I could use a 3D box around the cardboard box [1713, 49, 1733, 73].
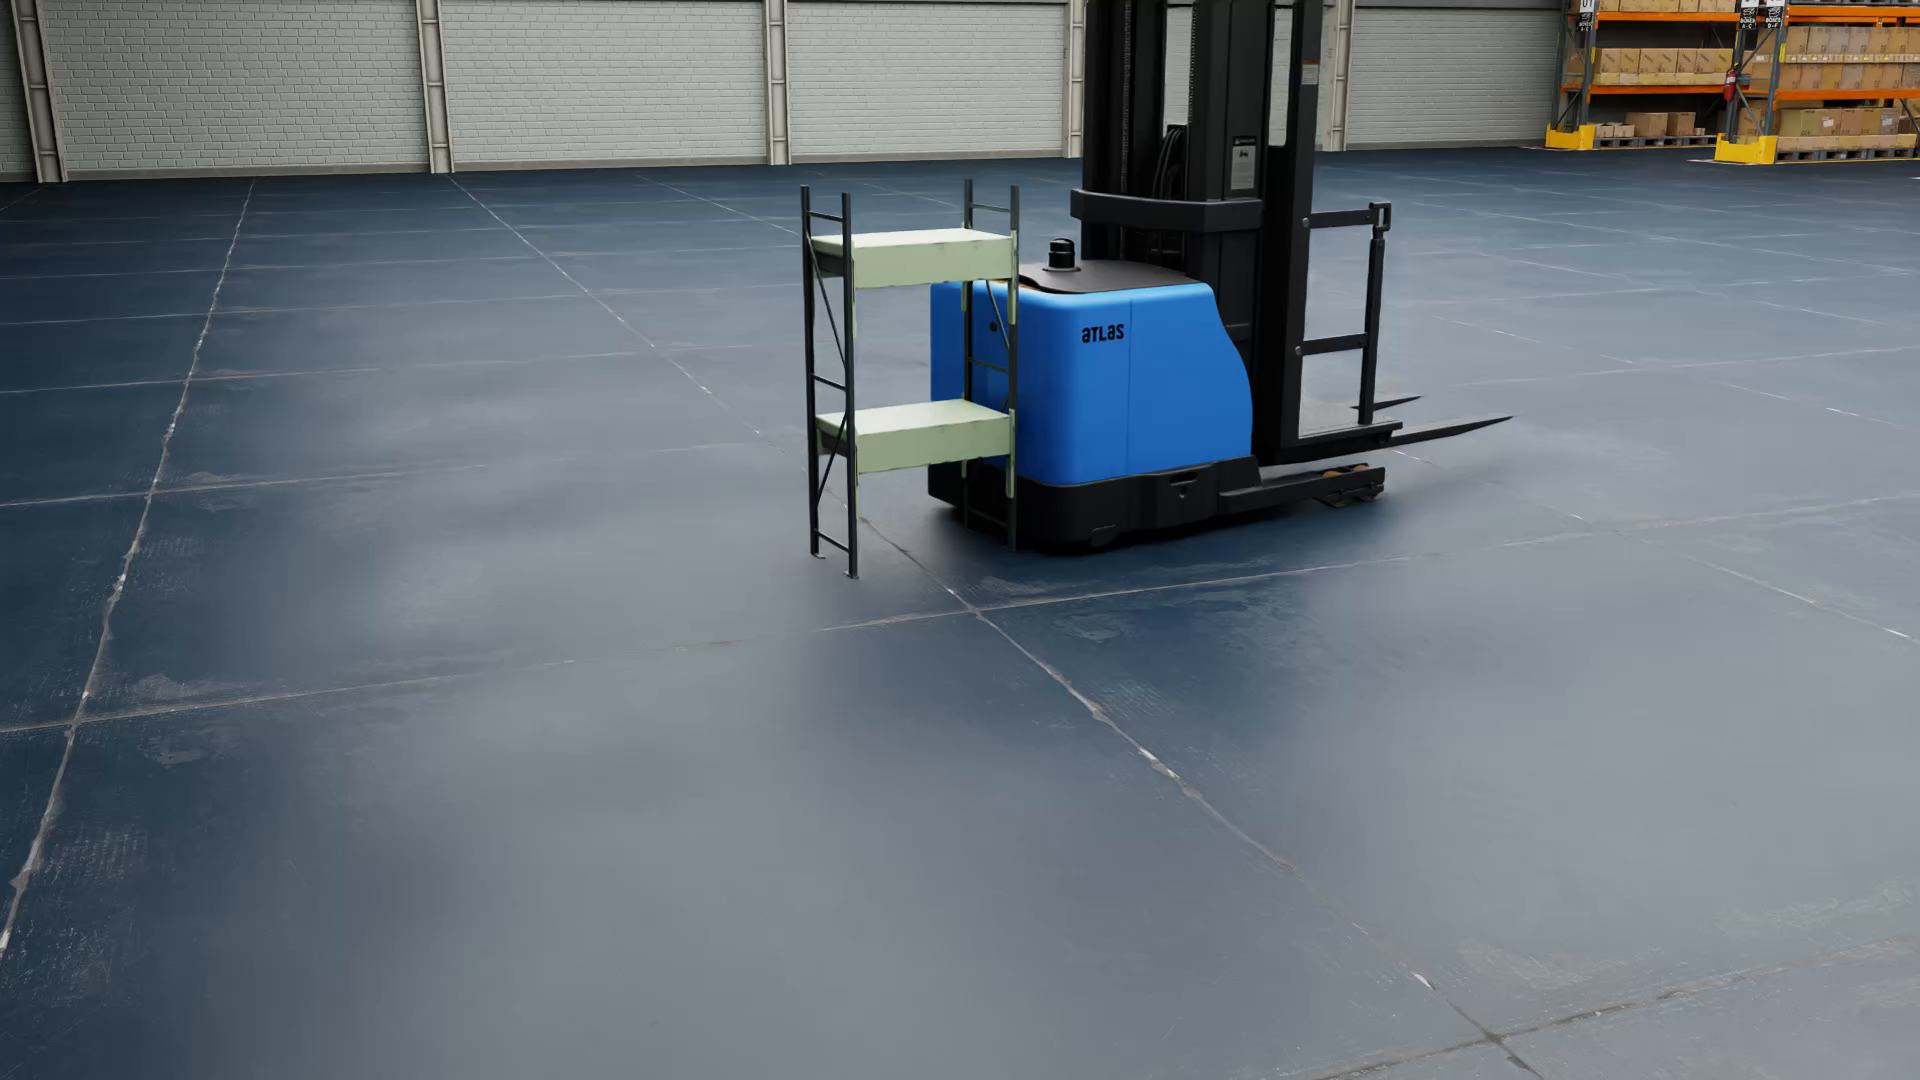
[{"bbox_3d":[16.515,-10.494,36.411,0.500,0.500,0.500,-6,17,-20],"label":"cardboard box"}]

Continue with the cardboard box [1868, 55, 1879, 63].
[{"bbox_3d":[17.258,-9.171,31.675,0.250,0.149,0.380,-6,17,-18],"label":"cardboard box"}]

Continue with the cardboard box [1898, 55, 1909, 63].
[{"bbox_3d":[17.969,-9.247,31.934,0.250,0.149,0.380,-7,18,-22],"label":"cardboard box"}]

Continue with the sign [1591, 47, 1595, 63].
[{"bbox_3d":[13.305,-10.195,34.956,0.005,0.325,0.100,-6,17,-20],"label":"sign"}]

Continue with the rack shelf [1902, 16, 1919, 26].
[{"bbox_3d":[20.489,-10.319,32.866,4.000,0.370,1.077,-6,17,-20],"label":"rack shelf"}]

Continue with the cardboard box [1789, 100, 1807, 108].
[{"bbox_3d":[18.894,-9.920,37.881,0.500,0.250,0.500,-6,17,-20],"label":"cardboard box"}]

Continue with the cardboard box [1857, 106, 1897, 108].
[{"bbox_3d":[18.077,-8.301,32.844,0.500,0.500,0.500,-6,17,-20],"label":"cardboard box"}]

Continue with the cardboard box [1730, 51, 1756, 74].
[{"bbox_3d":[17.333,-10.627,37.006,0.500,0.500,0.700,-6,17,-20],"label":"cardboard box"}]

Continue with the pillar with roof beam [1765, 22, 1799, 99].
[{"bbox_3d":[20.598,-12.571,33.937,0.400,9.000,9.100,-6,17,-20],"label":"pillar with roof beam"}]

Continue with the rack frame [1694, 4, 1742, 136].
[{"bbox_3d":[16.846,-10.326,36.938,0.127,3.000,1.000,-6,17,-20],"label":"rack frame"}]

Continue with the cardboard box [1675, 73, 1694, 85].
[{"bbox_3d":[15.580,-10.033,36.172,0.500,0.250,0.500,-6,17,-20],"label":"cardboard box"}]

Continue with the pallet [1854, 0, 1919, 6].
[{"bbox_3d":[17.835,-10.327,31.774,1.213,0.211,1.003,-6,17,-20],"label":"pallet"}]

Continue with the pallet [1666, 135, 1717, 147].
[{"bbox_3d":[16.231,-8.911,37.068,1.213,0.211,1.003,-6,17,-20],"label":"pallet"}]

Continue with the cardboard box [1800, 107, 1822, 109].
[{"bbox_3d":[16.677,-8.149,32.328,0.500,0.500,0.500,-6,17,-20],"label":"cardboard box"}]

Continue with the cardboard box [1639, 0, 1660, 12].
[{"bbox_3d":[14.510,-11.486,35.350,0.500,0.500,0.500,-5,17,-18],"label":"cardboard box"}]

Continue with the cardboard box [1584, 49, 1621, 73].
[{"bbox_3d":[13.664,-10.189,35.372,0.500,0.500,0.500,-6,17,-20],"label":"cardboard box"}]

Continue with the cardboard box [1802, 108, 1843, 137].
[{"bbox_3d":[16.395,-7.962,31.691,0.500,0.500,0.500,-6,17,-20],"label":"cardboard box"}]

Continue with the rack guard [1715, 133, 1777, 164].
[{"bbox_3d":[14.864,-7.418,31.471,0.348,0.500,1.175,-6,17,-20],"label":"rack guard"}]

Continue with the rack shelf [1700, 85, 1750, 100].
[{"bbox_3d":[18.713,-10.182,37.726,4.000,0.370,1.077,-6,17,-20],"label":"rack shelf"}]

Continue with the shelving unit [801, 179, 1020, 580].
[{"bbox_3d":[-0.193,-0.664,6.697,0.755,1.500,0.431,-9,19,-28],"label":"shelving unit"}]

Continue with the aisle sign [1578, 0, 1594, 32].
[{"bbox_3d":[13.151,-11.084,34.904,0.004,0.787,0.394,-6,17,-20],"label":"aisle sign"}]

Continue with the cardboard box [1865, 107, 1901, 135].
[{"bbox_3d":[17.796,-8.113,32.207,0.500,0.500,0.500,-6,17,-20],"label":"cardboard box"}]

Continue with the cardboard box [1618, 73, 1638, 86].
[{"bbox_3d":[14.160,-9.882,35.657,0.500,0.250,0.500,-7,18,-22],"label":"cardboard box"}]

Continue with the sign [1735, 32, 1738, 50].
[{"bbox_3d":[14.705,-9.433,31.422,0.005,0.325,0.100,-6,17,-20],"label":"sign"}]

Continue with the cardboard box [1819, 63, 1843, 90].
[{"bbox_3d":[16.282,-8.814,31.612,0.500,0.500,0.700,-6,17,-20],"label":"cardboard box"}]

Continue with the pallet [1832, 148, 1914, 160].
[{"bbox_3d":[17.864,-7.616,32.658,1.213,0.211,1.003,-6,17,-20],"label":"pallet"}]

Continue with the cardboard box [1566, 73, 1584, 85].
[{"bbox_3d":[13.478,-9.958,35.917,0.500,0.250,0.500,-6,17,-19],"label":"cardboard box"}]

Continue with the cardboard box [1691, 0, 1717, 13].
[{"bbox_3d":[15.986,-11.659,35.941,0.500,0.500,0.500,-8,18,-25],"label":"cardboard box"}]

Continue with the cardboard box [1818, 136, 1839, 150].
[{"bbox_3d":[16.400,-7.599,31.787,0.500,0.250,0.500,-6,17,-20],"label":"cardboard box"}]

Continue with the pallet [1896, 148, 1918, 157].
[{"bbox_3d":[19.296,-7.770,33.181,1.213,0.211,1.003,-6,17,-20],"label":"pallet"}]

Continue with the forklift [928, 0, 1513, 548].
[{"bbox_3d":[1.368,-1.669,7.581,3.031,2.935,1.130,-10,19,-32],"label":"forklift"}]

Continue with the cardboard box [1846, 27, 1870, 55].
[{"bbox_3d":[16.804,-9.495,31.629,0.500,0.500,0.700,-6,17,-20],"label":"cardboard box"}]

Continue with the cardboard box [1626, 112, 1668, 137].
[{"bbox_3d":[15.024,-9.099,36.414,0.500,0.500,0.700,-7,18,-24],"label":"cardboard box"}]

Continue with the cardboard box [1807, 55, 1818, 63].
[{"bbox_3d":[15.809,-9.014,31.141,0.250,0.149,0.380,-6,17,-20],"label":"cardboard box"}]

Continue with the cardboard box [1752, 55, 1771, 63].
[{"bbox_3d":[15.175,-9.068,31.324,0.250,0.149,0.380,-6,18,-21],"label":"cardboard box"}]

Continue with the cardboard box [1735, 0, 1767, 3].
[{"bbox_3d":[17.385,-12.049,36.558,0.500,0.500,0.500,-4,17,-12],"label":"cardboard box"}]

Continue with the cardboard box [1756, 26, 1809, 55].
[{"bbox_3d":[15.377,-9.339,31.097,0.500,0.500,0.700,-6,17,-20],"label":"cardboard box"}]

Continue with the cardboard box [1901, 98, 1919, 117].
[{"bbox_3d":[22.135,-10.025,38.985,0.750,0.750,0.750,-6,17,-20],"label":"cardboard box"}]

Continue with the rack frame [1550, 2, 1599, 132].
[{"bbox_3d":[13.111,-9.923,35.564,0.127,3.000,1.000,-6,17,-20],"label":"rack frame"}]

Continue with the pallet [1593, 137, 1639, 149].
[{"bbox_3d":[13.953,-8.665,36.230,1.213,0.211,1.003,-6,17,-20],"label":"pallet"}]

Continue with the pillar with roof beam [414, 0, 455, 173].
[{"bbox_3d":[-7.416,-9.547,23.637,0.400,9.000,9.100,-6,17,-20],"label":"pillar with roof beam"}]

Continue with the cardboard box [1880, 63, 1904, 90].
[{"bbox_3d":[17.719,-8.970,32.142,0.500,0.500,0.700,-6,18,-21],"label":"cardboard box"}]

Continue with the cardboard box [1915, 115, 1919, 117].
[{"bbox_3d":[19.381,-8.345,33.330,0.500,0.311,0.500,-6,17,-19],"label":"cardboard box"}]

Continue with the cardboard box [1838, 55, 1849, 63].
[{"bbox_3d":[16.532,-9.092,31.408,0.250,0.149,0.380,-6,18,-21],"label":"cardboard box"}]

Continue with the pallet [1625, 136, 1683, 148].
[{"bbox_3d":[15.090,-8.787,36.646,1.213,0.211,1.003,-6,17,-20],"label":"pallet"}]

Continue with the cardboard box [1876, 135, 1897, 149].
[{"bbox_3d":[17.797,-7.753,32.311,0.500,0.250,0.500,-6,17,-20],"label":"cardboard box"}]

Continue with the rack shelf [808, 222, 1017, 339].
[{"bbox_3d":[-0.193,-1.038,6.587,0.720,0.370,0.431,-9,19,-28],"label":"rack shelf"}]

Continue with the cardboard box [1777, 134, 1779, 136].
[{"bbox_3d":[15.744,-7.687,32.087,0.500,0.250,0.500,-6,17,-20],"label":"cardboard box"}]

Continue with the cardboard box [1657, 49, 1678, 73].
[{"bbox_3d":[15.091,-10.342,35.892,0.500,0.500,0.500,-6,17,-18],"label":"cardboard box"}]

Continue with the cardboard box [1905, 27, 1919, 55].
[{"bbox_3d":[18.210,-9.647,32.146,0.500,0.500,0.700,-6,17,-20],"label":"cardboard box"}]
